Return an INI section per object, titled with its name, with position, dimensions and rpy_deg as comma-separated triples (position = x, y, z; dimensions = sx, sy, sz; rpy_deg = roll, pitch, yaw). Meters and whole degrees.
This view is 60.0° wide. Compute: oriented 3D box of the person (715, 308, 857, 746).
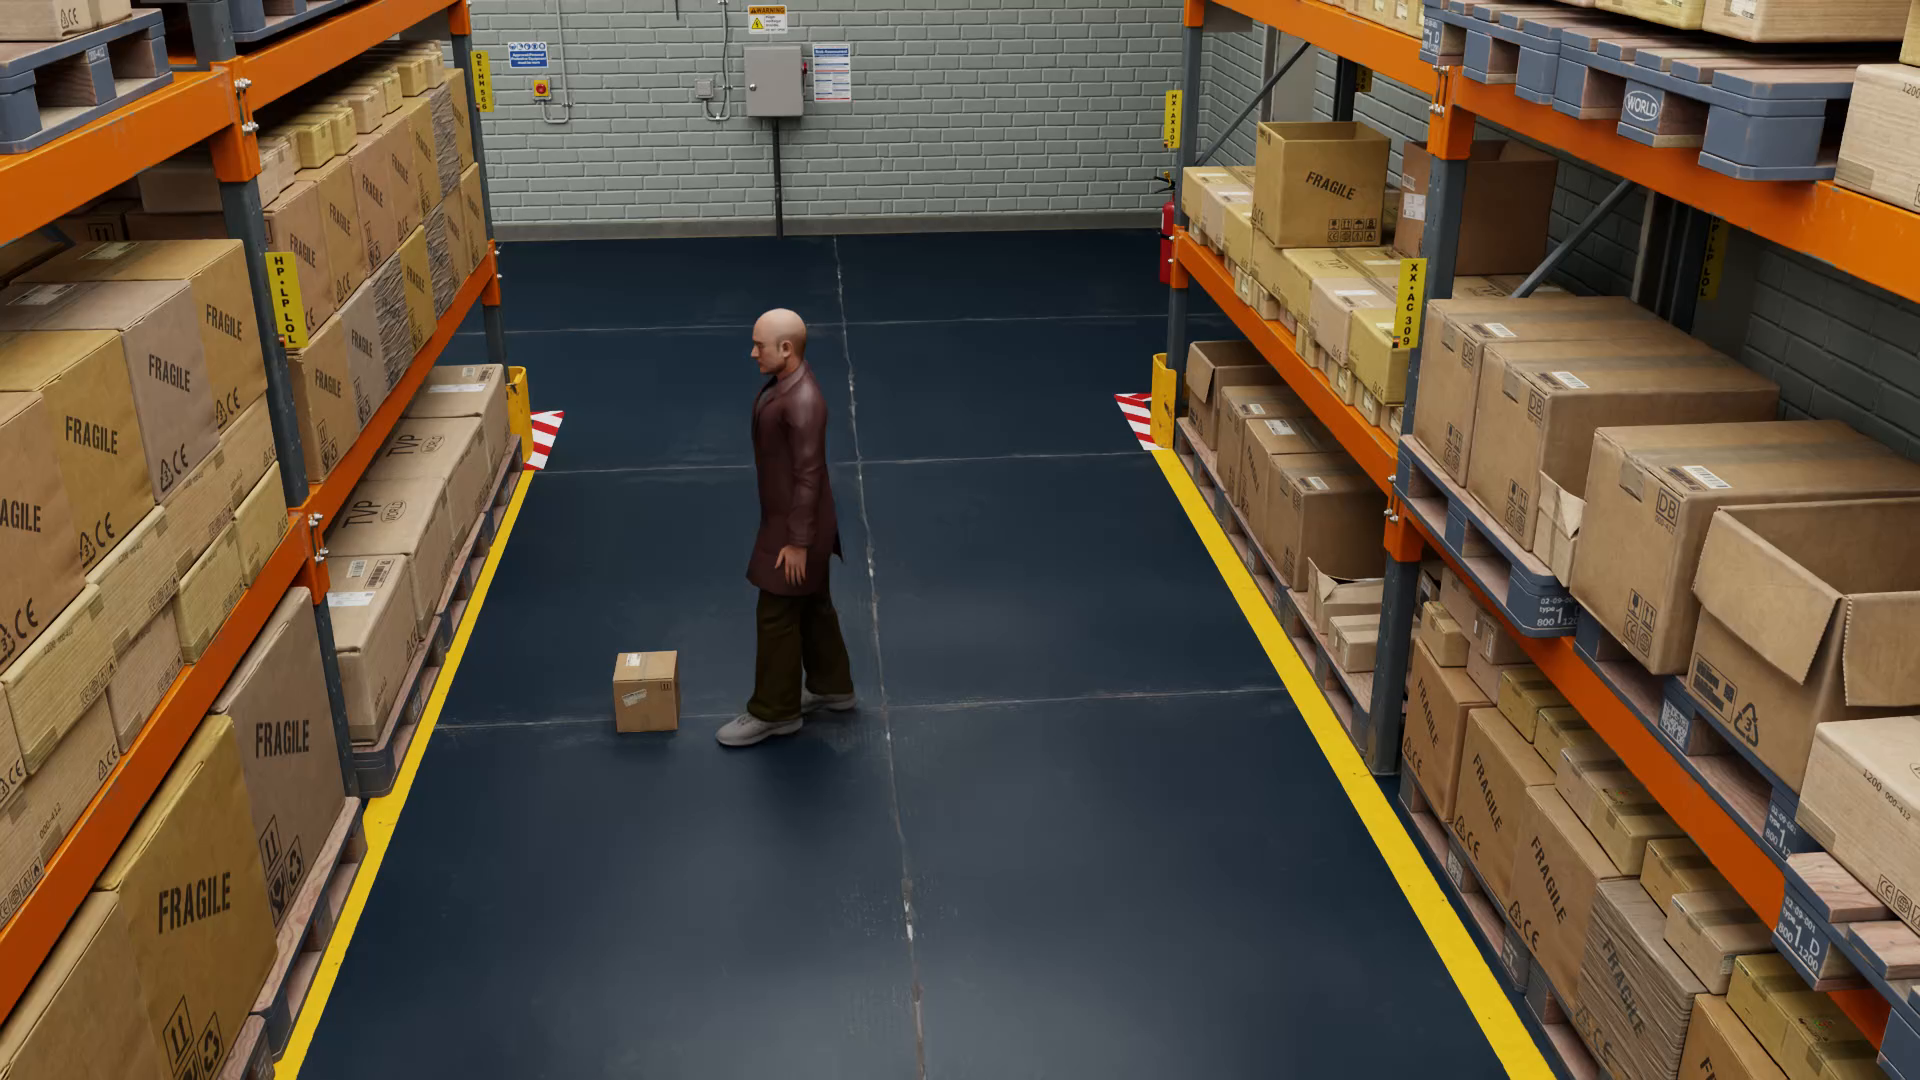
[person]
position = -0.738, -0.049, 6.698
dimensions = 0.601, 1.783, 0.609
rpy_deg = -4, 24, -8
